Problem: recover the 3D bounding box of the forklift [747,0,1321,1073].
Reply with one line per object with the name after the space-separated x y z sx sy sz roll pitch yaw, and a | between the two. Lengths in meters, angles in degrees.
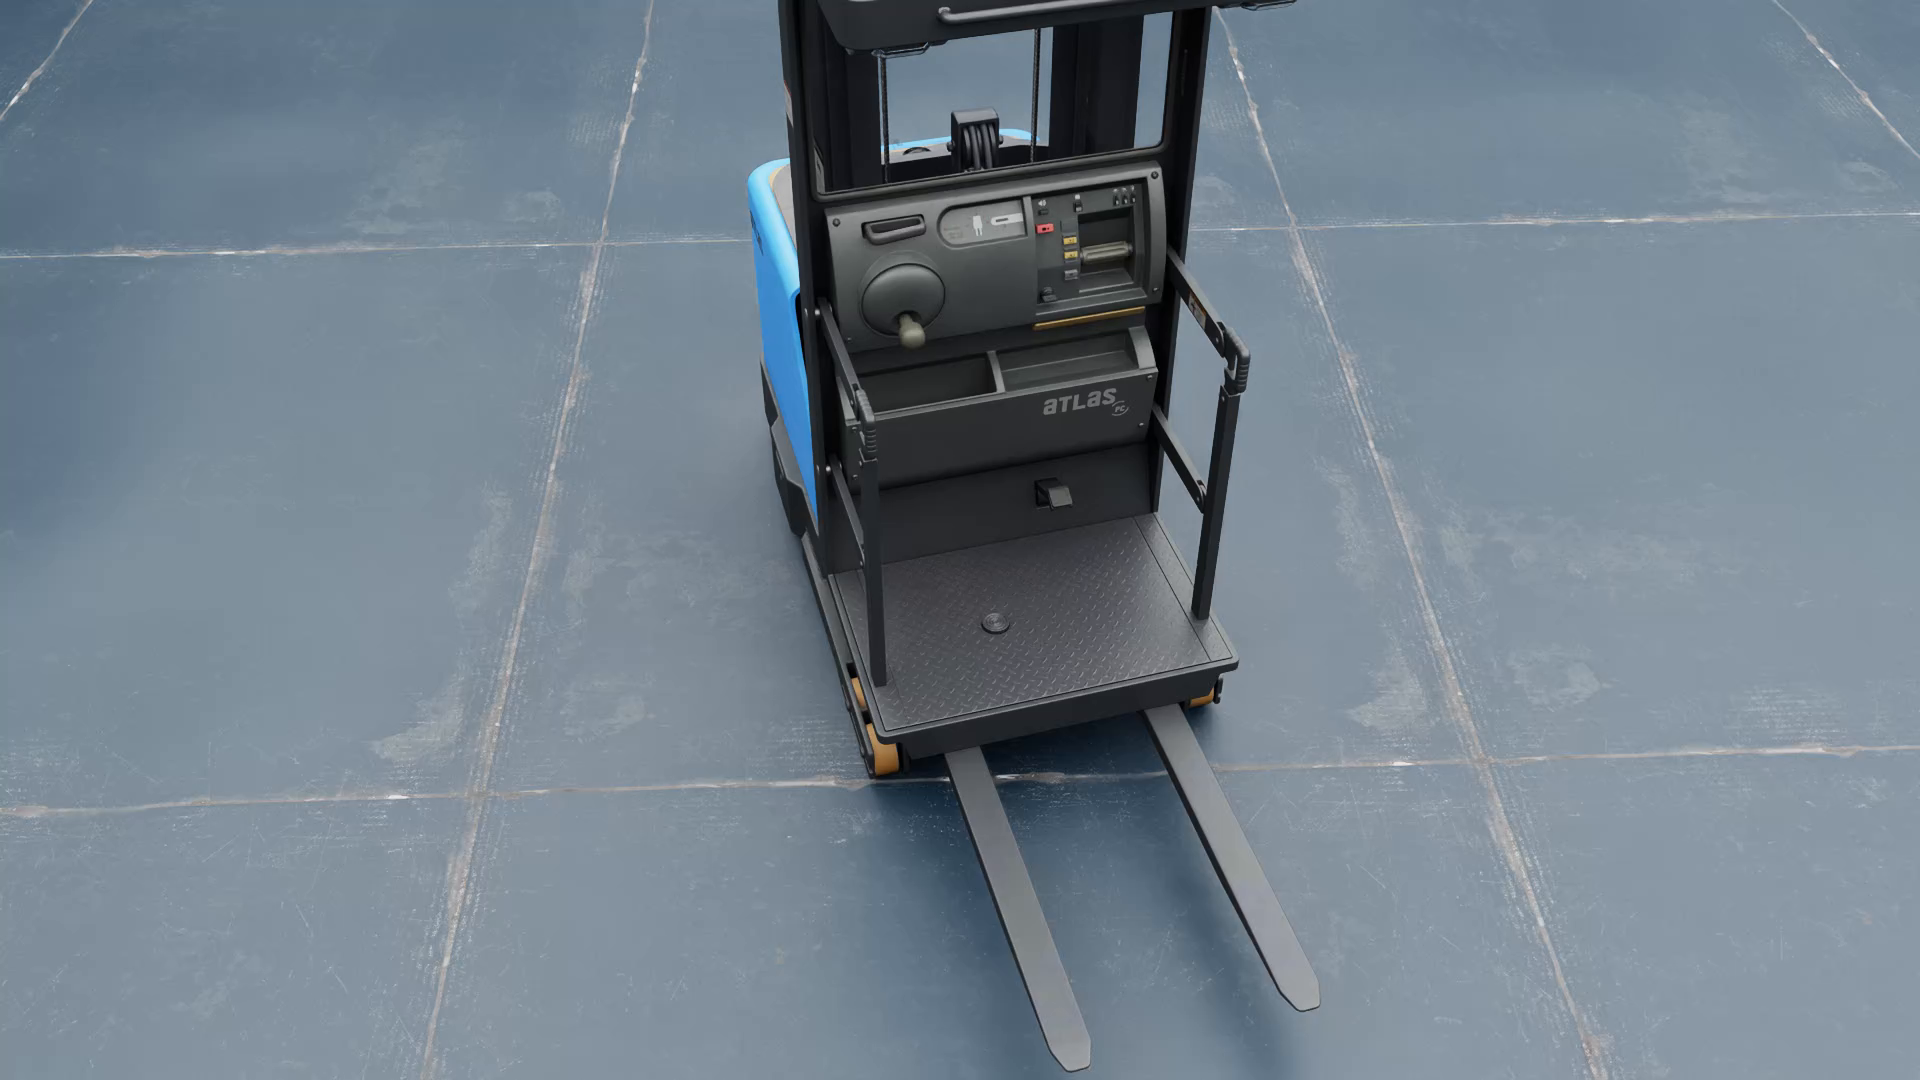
0.169 -0.676 4.318 1.130 2.935 3.031 -11 44 -12 | forklift
